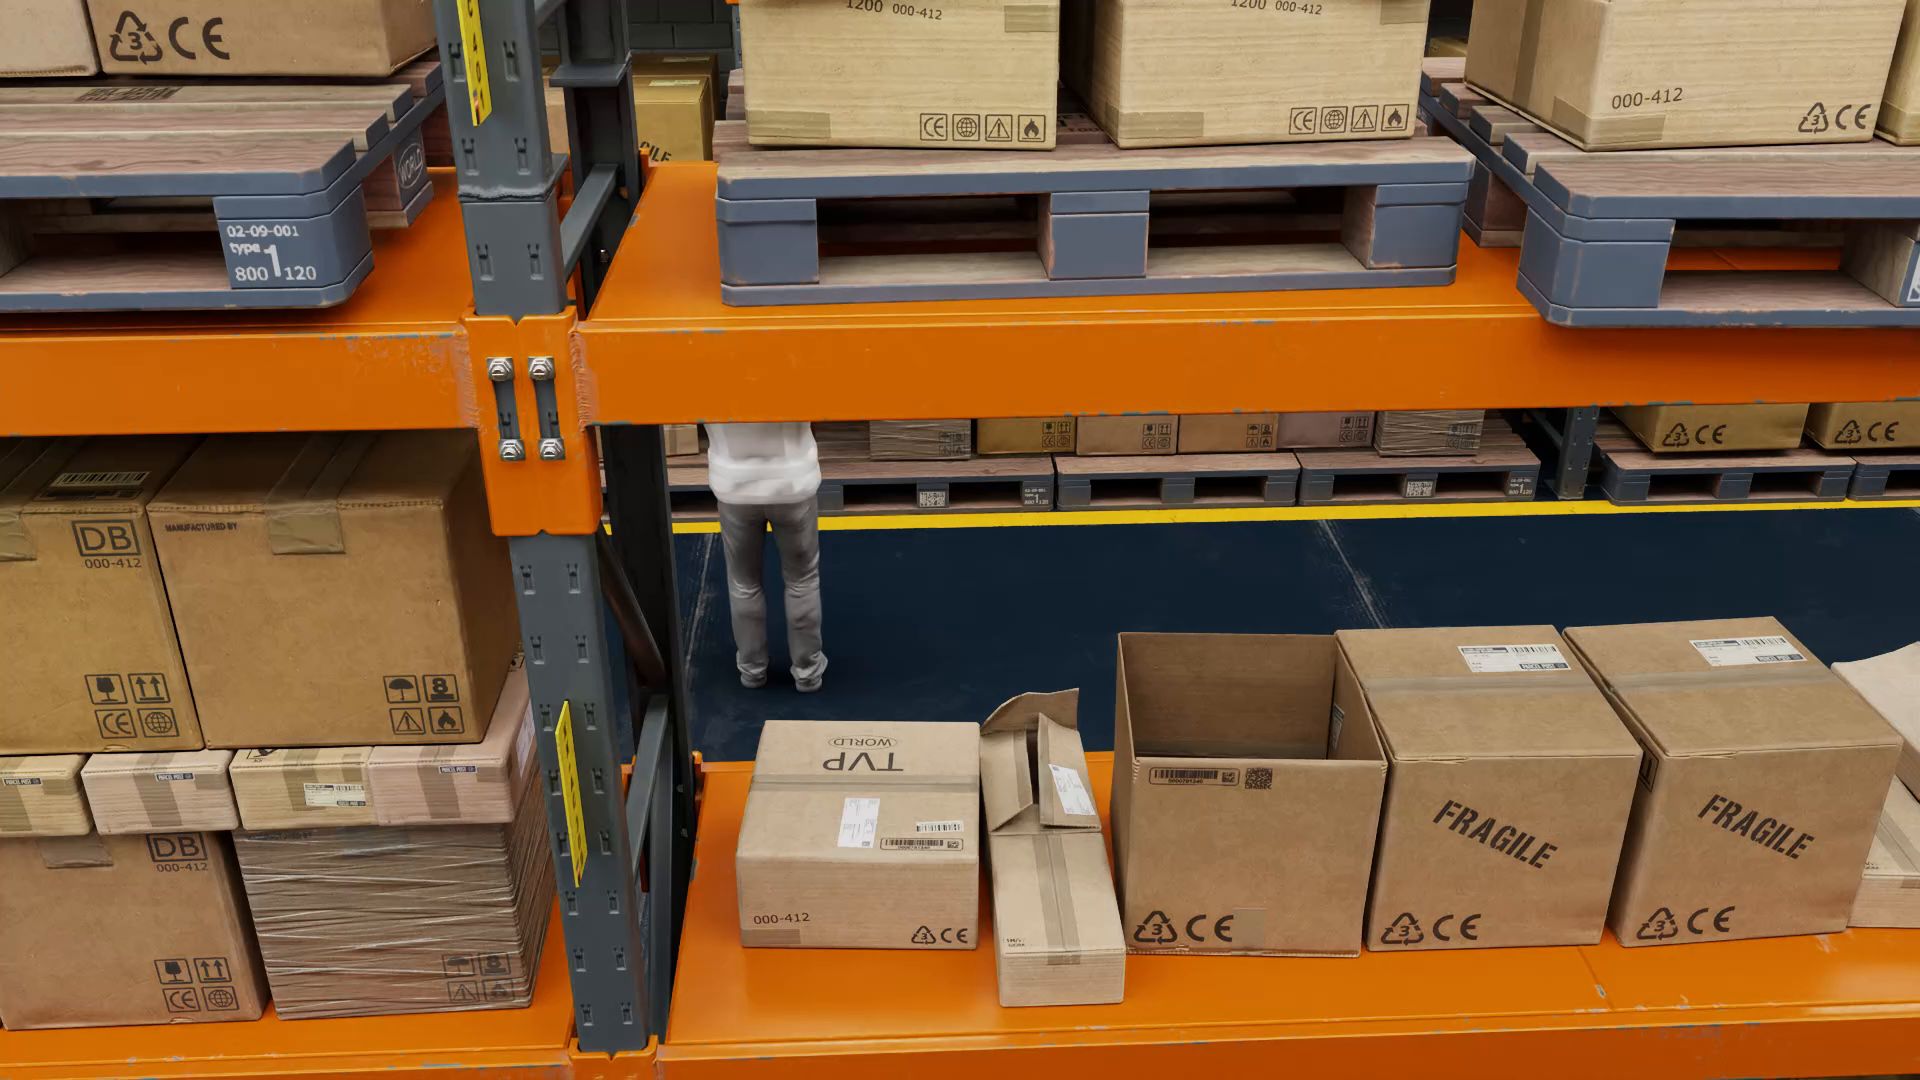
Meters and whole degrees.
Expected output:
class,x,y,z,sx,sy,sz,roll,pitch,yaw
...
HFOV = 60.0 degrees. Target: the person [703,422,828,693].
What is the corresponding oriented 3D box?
class,x,y,z,sx,sy,sz,roll,pitch,yaw
person,-0.773,-0.238,6.559,0.503,1.760,0.587,-1,27,-2
